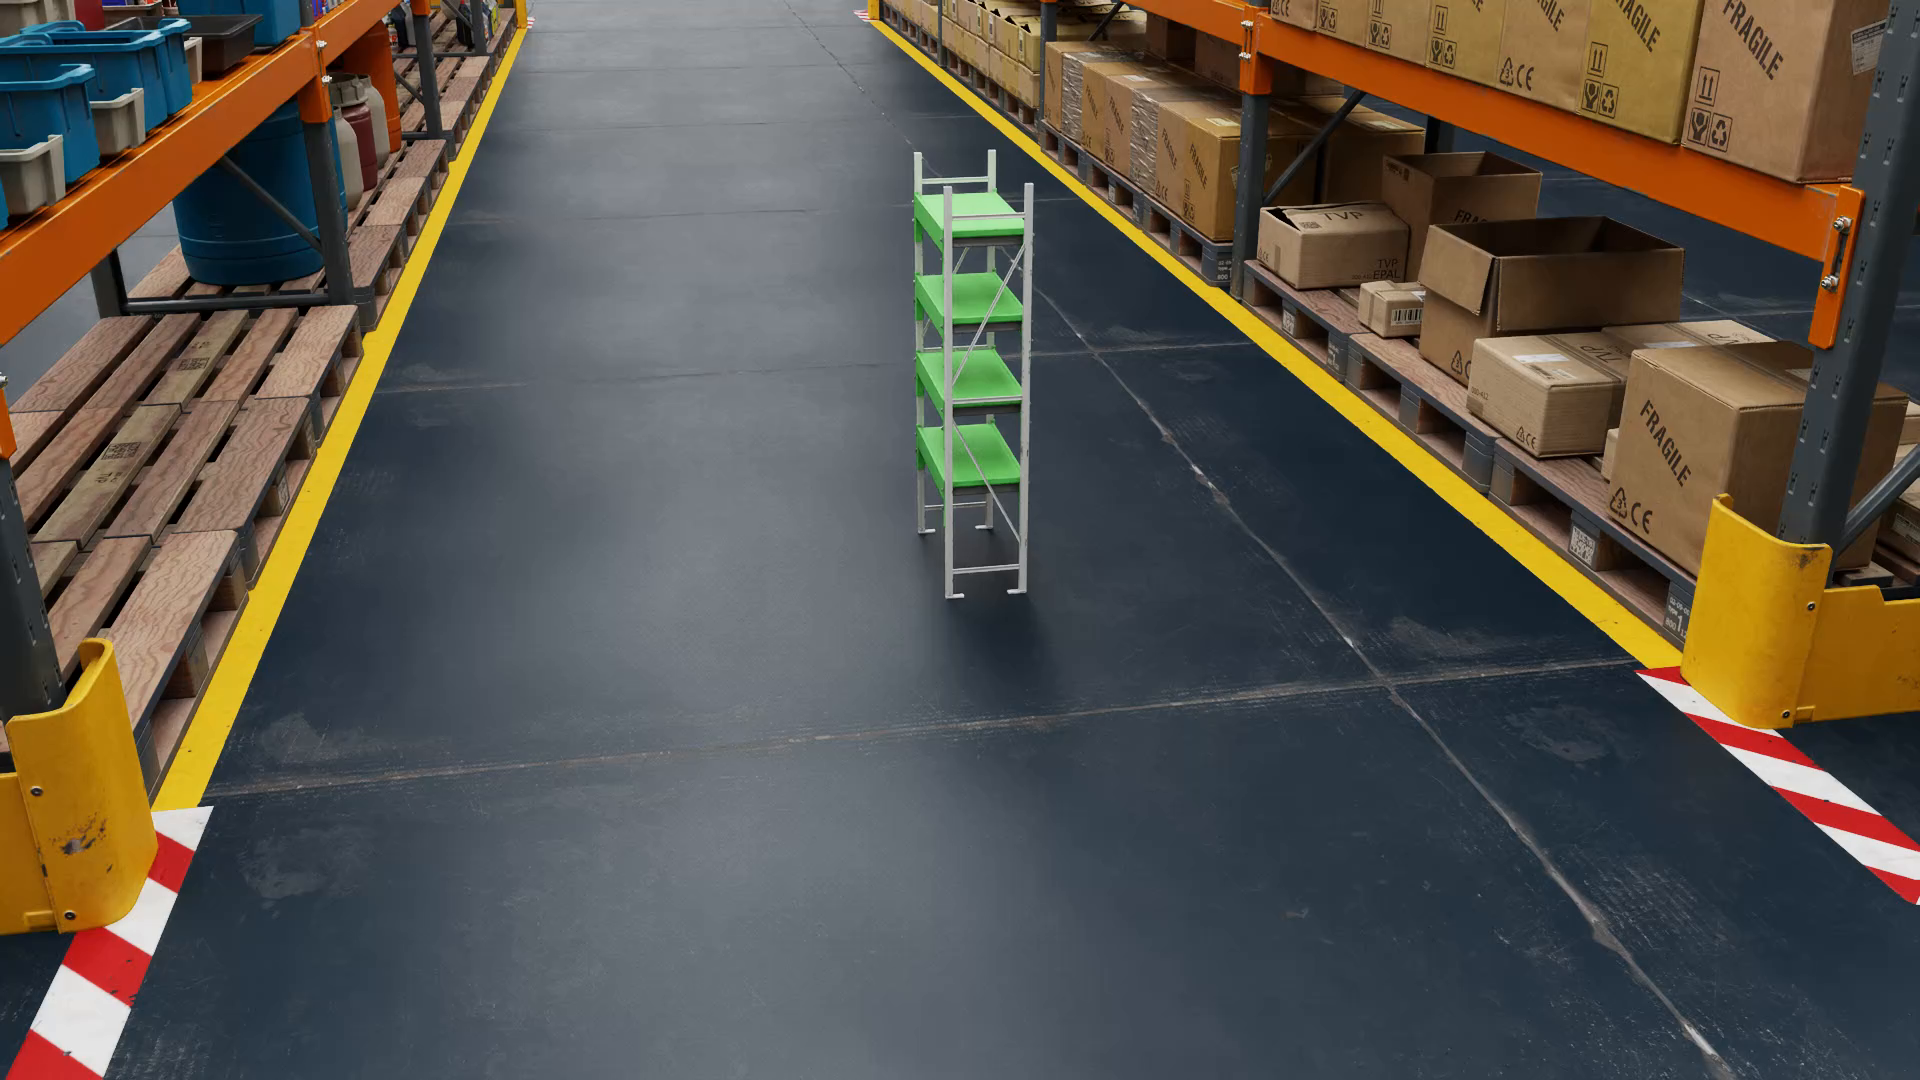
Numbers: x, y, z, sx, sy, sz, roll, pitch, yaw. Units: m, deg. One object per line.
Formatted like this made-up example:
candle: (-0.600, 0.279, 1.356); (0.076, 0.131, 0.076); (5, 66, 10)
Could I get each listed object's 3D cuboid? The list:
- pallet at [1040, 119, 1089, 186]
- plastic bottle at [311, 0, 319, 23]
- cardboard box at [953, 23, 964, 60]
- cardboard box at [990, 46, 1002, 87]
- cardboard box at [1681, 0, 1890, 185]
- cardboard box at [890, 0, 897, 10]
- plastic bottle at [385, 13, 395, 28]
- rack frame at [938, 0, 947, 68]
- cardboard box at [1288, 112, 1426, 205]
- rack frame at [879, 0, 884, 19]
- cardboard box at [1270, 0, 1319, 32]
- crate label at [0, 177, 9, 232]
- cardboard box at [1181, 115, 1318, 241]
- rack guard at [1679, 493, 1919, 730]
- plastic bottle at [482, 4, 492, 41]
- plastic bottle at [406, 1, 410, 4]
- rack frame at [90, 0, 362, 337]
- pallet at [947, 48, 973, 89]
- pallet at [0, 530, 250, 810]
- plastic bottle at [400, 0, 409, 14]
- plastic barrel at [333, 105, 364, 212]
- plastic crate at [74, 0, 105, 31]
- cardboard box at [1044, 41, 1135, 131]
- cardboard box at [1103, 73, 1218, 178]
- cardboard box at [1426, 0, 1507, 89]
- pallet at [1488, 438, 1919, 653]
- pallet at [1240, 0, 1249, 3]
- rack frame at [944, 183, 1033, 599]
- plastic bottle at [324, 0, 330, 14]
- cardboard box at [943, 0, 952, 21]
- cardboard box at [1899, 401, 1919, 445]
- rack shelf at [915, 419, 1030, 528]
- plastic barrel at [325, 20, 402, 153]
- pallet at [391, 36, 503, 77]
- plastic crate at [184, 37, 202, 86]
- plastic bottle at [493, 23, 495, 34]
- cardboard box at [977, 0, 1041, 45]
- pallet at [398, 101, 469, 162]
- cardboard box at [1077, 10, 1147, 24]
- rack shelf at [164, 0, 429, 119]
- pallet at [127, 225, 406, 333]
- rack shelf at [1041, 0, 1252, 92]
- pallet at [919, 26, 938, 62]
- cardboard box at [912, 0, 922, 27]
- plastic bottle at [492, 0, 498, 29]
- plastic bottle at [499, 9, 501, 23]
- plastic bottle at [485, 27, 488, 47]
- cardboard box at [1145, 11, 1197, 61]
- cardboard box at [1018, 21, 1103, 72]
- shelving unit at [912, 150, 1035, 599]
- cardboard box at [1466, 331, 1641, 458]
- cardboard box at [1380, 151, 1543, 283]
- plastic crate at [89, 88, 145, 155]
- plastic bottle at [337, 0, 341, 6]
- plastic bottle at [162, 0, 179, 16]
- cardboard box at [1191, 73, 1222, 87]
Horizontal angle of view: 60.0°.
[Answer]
pallet: (1.145, -2.549, 10.822); (1.003, 0.211, 1.213); (-4, 24, -10)
plastic bottle: (-2.734, -2.307, 6.930); (0.061, 0.283, 0.133); (-4, 24, -10)
cardboard box: (0.228, -4.251, 14.145); (0.500, 0.250, 0.500); (-4, 24, -8)
cardboard box: (0.518, -3.645, 12.758); (0.500, 0.250, 0.500); (-4, 24, -9)
cardboard box: (2.173, -1.178, 4.075); (0.500, 0.500, 0.500); (-4, 24, -8)
cardboard box: (-0.459, -5.778, 17.643); (0.500, 0.250, 0.500); (-4, 24, -10)
plastic bottle: (-4.978, -4.453, 14.542); (0.061, 0.283, 0.133); (-3, 24, -7)
rack frame: (0.304, -5.696, 14.545); (1.000, 3.000, 0.127); (-4, 24, -10)
cardboard box: (1.933, -1.814, 8.229); (0.500, 0.500, 0.500); (-5, 24, -12)
rack frame: (-0.436, -7.270, 18.147); (1.000, 3.000, 0.127); (-4, 24, -10)
cardboard box: (1.610, -2.375, 6.815); (0.500, 0.500, 0.500); (-4, 24, -8)
crate label: (-2.068, -0.683, 3.201); (0.416, 0.233, 0.303); (-4, 24, -10)
cardboard box: (1.410, -1.779, 8.148); (0.500, 0.500, 0.500); (-4, 24, -10)
rack guard: (2.509, 0.139, 4.306); (1.175, 0.500, 0.348); (-4, 24, -10)
plastic bottle: (-4.306, -4.667, 14.948); (0.144, 0.351, 0.185); (-4, 24, -8)
plastic bottle: (-5.193, -4.945, 15.685); (0.097, 0.271, 0.097); (0, 24, 0)
rack frame: (-3.085, -2.184, 6.504); (1.000, 3.000, 0.127); (-4, 24, -10)
pallet: (0.479, -4.132, 14.446); (1.003, 0.211, 1.213); (-4, 24, -10)
pallet: (-2.460, 0.339, 4.209); (1.003, 0.211, 1.213); (-4, 24, -10)
plastic bottle: (-5.062, -4.753, 15.146); (0.144, 0.351, 0.185); (-4, 24, -10)
plastic barrel: (-3.317, -1.959, 8.572); (0.421, 0.512, 0.421); (0, 24, 0)
plastic crate: (-3.167, -1.872, 5.633); (0.402, 0.464, 0.583); (-4, 24, -10)
cardboard box: (0.847, -2.979, 10.896); (0.500, 0.500, 0.500); (-3, 24, -7)
cardboard box: (1.139, -2.371, 9.504); (0.500, 0.500, 0.500); (-5, 24, -12)
cardboard box: (1.893, -1.777, 5.445); (0.500, 0.500, 0.500); (-5, 24, -10)
pallet: (2.361, -0.042, 5.082); (1.003, 0.211, 1.213); (-4, 24, -10)
pallet: (1.743, -2.784, 8.117); (1.003, 0.211, 1.213); (-4, 24, -10)
rack frame: (0.076, -0.389, 4.641); (0.240, 1.200, 0.015); (-4, 24, -10)
plastic bottle: (-2.816, -2.436, 7.241); (0.097, 0.271, 0.097); (0, 24, 0)
cardboard box: (0.136, -4.705, 14.484); (0.500, 0.311, 0.500); (-4, 24, -10)
cardboard box: (2.609, -0.349, 5.188); (0.500, 0.250, 0.500); (-4, 24, -10)
rack shelf: (0.031, -0.206, 4.982); (0.258, 0.148, 0.480); (-4, 24, -10)
plastic barrel: (-3.718, -2.765, 10.019); (0.600, 0.830, 0.708); (-4, 24, -10)
pallet: (-4.648, -4.321, 14.879); (1.003, 0.211, 1.213); (-4, 24, -10)
plastic crate: (-2.468, -1.428, 5.027); (0.293, 0.136, 0.466); (-4, 24, -10)
plastic bottle: (-4.370, -4.786, 15.407); (0.097, 0.201, 0.097); (0, 24, 0)
cardboard box: (0.421, -4.100, 13.100); (0.500, 0.311, 0.500); (-4, 24, -8)
pallet: (-3.930, -2.788, 11.369); (1.003, 0.211, 1.213); (-4, 24, -10)
cardboard box: (1.130, -3.746, 12.290); (0.500, 0.311, 0.500); (-5, 24, -11)
rack shelf: (-3.455, -2.641, 8.449); (1.077, 0.370, 4.000); (-4, 24, -10)
pallet: (-3.187, -1.213, 7.764); (1.003, 0.211, 1.213); (-4, 24, -10)
rack shelf: (1.414, -3.007, 9.285); (1.077, 0.370, 4.000); (-4, 24, -10)
pallet: (0.198, -4.734, 15.826); (1.003, 0.211, 1.213); (-4, 24, -10)
cardboard box: (-0.186, -5.188, 16.292); (0.500, 0.250, 0.500); (-4, 24, -10)
plastic bottle: (-4.488, -5.012, 15.832); (0.152, 0.276, 0.135); (-5, 24, -11)
plastic bottle: (-4.534, -5.134, 16.204); (0.097, 0.201, 0.097); (0, 24, 0)
plastic bottle: (-4.211, -4.448, 14.634); (0.097, 0.201, 0.097); (0, 24, 0)
cardboard box: (1.462, -3.150, 10.352); (0.500, 0.250, 0.500); (-3, 24, -8)
cardboard box: (0.705, -3.500, 11.726); (0.500, 0.311, 0.500); (-4, 24, -8)
shelving unit: (0.031, -0.485, 4.861); (0.258, 1.200, 0.503); (-4, 24, -10)
cardboard box: (2.034, -0.489, 5.508); (0.500, 0.250, 0.500); (-4, 24, -10)
cardboard box: (2.167, -1.403, 7.287); (0.500, 0.500, 0.500); (-4, 24, -10)
plastic crate: (-2.171, -1.038, 4.134); (0.250, 0.136, 0.298); (-4, 24, -10)
plastic bottle: (-2.877, -2.534, 7.551); (0.097, 0.201, 0.097); (0, 24, 0)
plastic bottle: (-3.424, -2.385, 7.211); (0.097, 0.201, 0.097); (0, 24, 0)
cardboard box: (1.646, -2.419, 9.614); (0.500, 0.500, 0.500); (-5, 24, -12)
